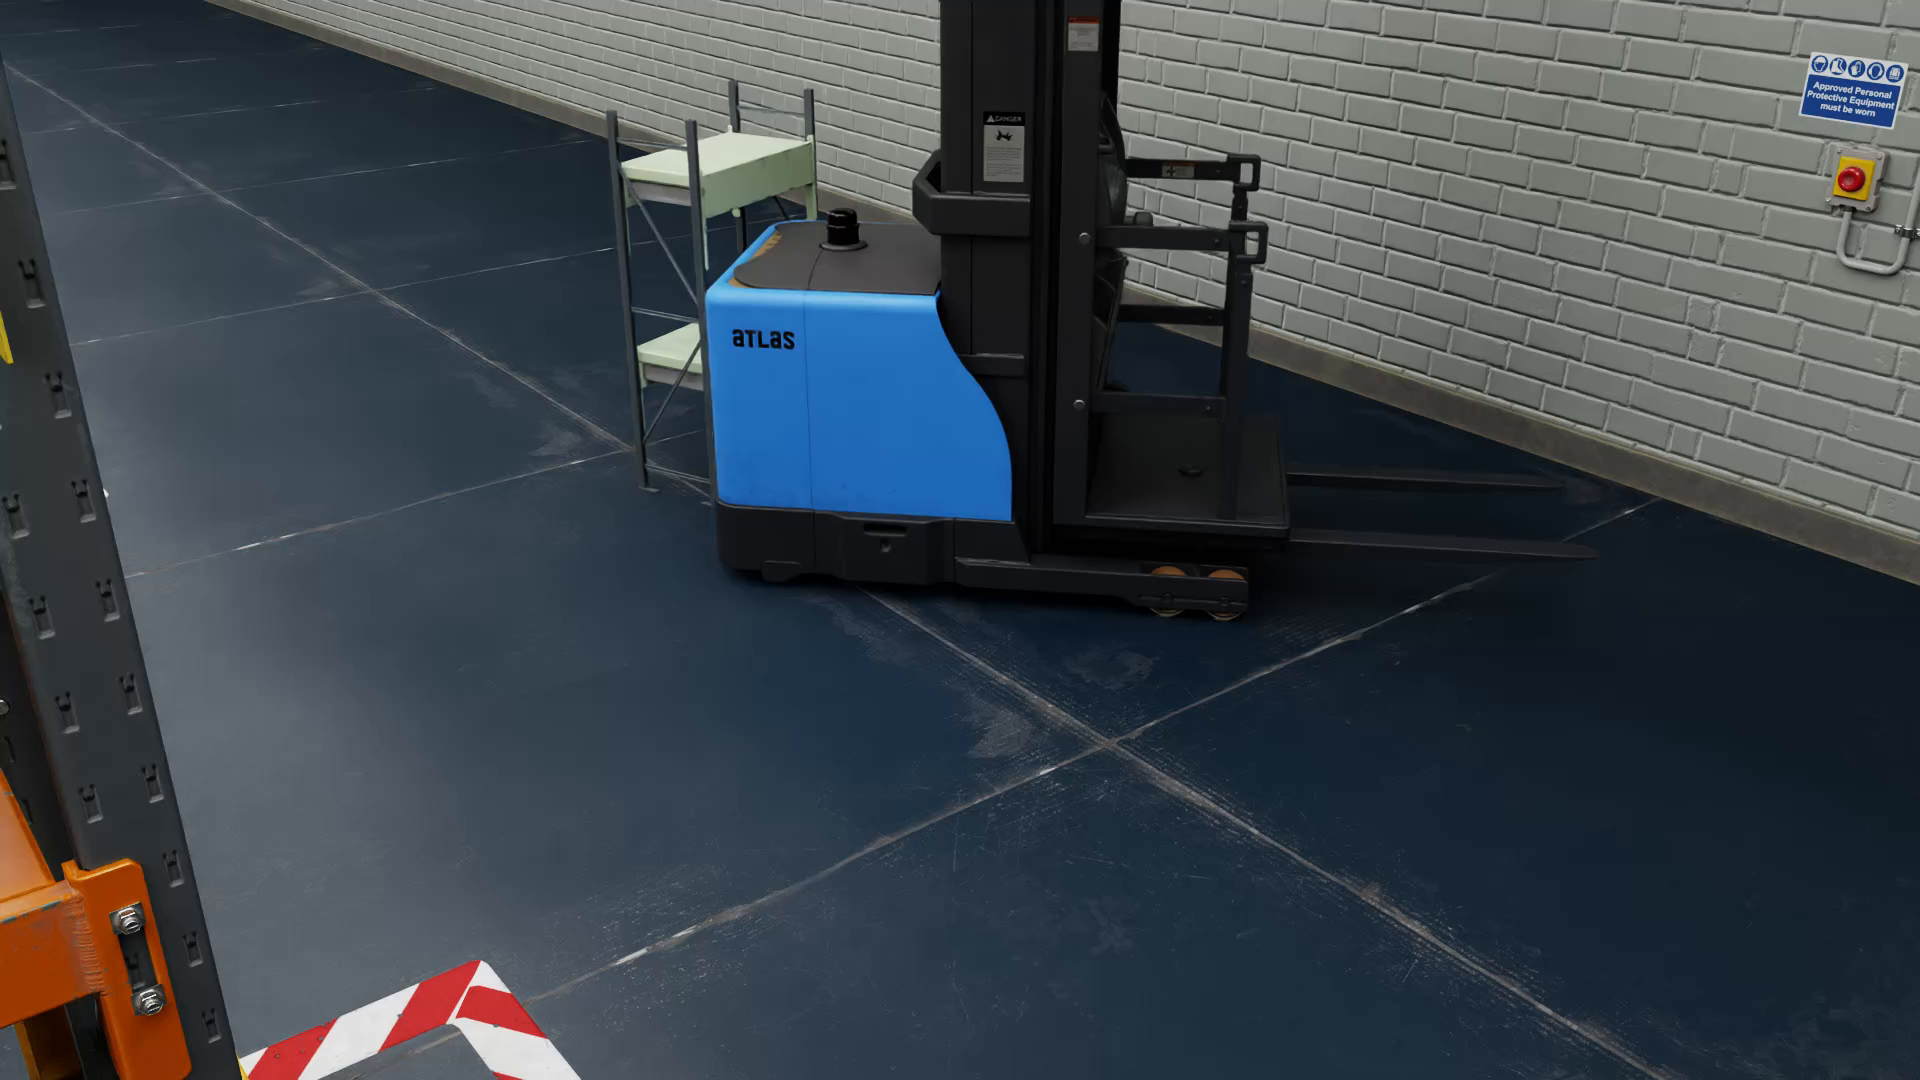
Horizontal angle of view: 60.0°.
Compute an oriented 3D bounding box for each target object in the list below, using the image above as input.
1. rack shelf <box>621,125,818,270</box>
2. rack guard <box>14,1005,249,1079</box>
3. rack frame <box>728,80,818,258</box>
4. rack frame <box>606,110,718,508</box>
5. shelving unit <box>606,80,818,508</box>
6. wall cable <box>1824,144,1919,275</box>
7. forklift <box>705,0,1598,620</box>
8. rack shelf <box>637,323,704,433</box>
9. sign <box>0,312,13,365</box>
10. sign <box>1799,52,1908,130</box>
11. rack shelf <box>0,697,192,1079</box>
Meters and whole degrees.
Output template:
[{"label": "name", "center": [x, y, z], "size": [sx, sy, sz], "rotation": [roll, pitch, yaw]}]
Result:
[{"label": "rack shelf", "center": [-0.930, -1.334, 6.415], "size": [0.431, 0.370, 0.720], "rotation": [14, 28, 27]}, {"label": "rack guard", "center": [-1.380, 1.221, 3.026], "size": [0.348, 0.500, 1.175], "rotation": [-18, 31, -34]}, {"label": "rack frame", "center": [-0.748, -1.113, 6.867], "size": [0.400, 1.500, 0.023], "rotation": [14, 28, 27]}, {"label": "rack frame", "center": [-1.113, -0.846, 6.292], "size": [0.400, 1.500, 0.023], "rotation": [14, 28, 27]}, {"label": "shelving unit", "center": [-0.930, -0.980, 6.579], "size": [0.431, 1.500, 0.755], "rotation": [14, 28, 27]}, {"label": "wall cable", "center": [3.024, -1.855, 5.439], "size": [0.123, 1.953, 0.585], "rotation": [-18, 31, -34]}, {"label": "forklift", "center": [0.694, -1.297, 5.563], "size": [3.031, 2.935, 1.130], "rotation": [3, 25, 7]}, {"label": "rack shelf", "center": [-0.930, -0.684, 6.717], "size": [0.431, 0.370, 0.720], "rotation": [14, 28, 27]}, {"label": "sign", "center": [-1.075, -0.356, 1.798], "size": [0.005, 0.325, 0.100], "rotation": [-18, 31, -34]}, {"label": "sign", "center": [3.042, -1.534, 5.671], "size": [0.001, 0.218, 0.327], "rotation": [-18, 31, -34]}, {"label": "rack shelf", "center": [-2.973, 0.939, 1.519], "size": [4.000, 0.370, 1.077], "rotation": [-18, 31, -34]}]
